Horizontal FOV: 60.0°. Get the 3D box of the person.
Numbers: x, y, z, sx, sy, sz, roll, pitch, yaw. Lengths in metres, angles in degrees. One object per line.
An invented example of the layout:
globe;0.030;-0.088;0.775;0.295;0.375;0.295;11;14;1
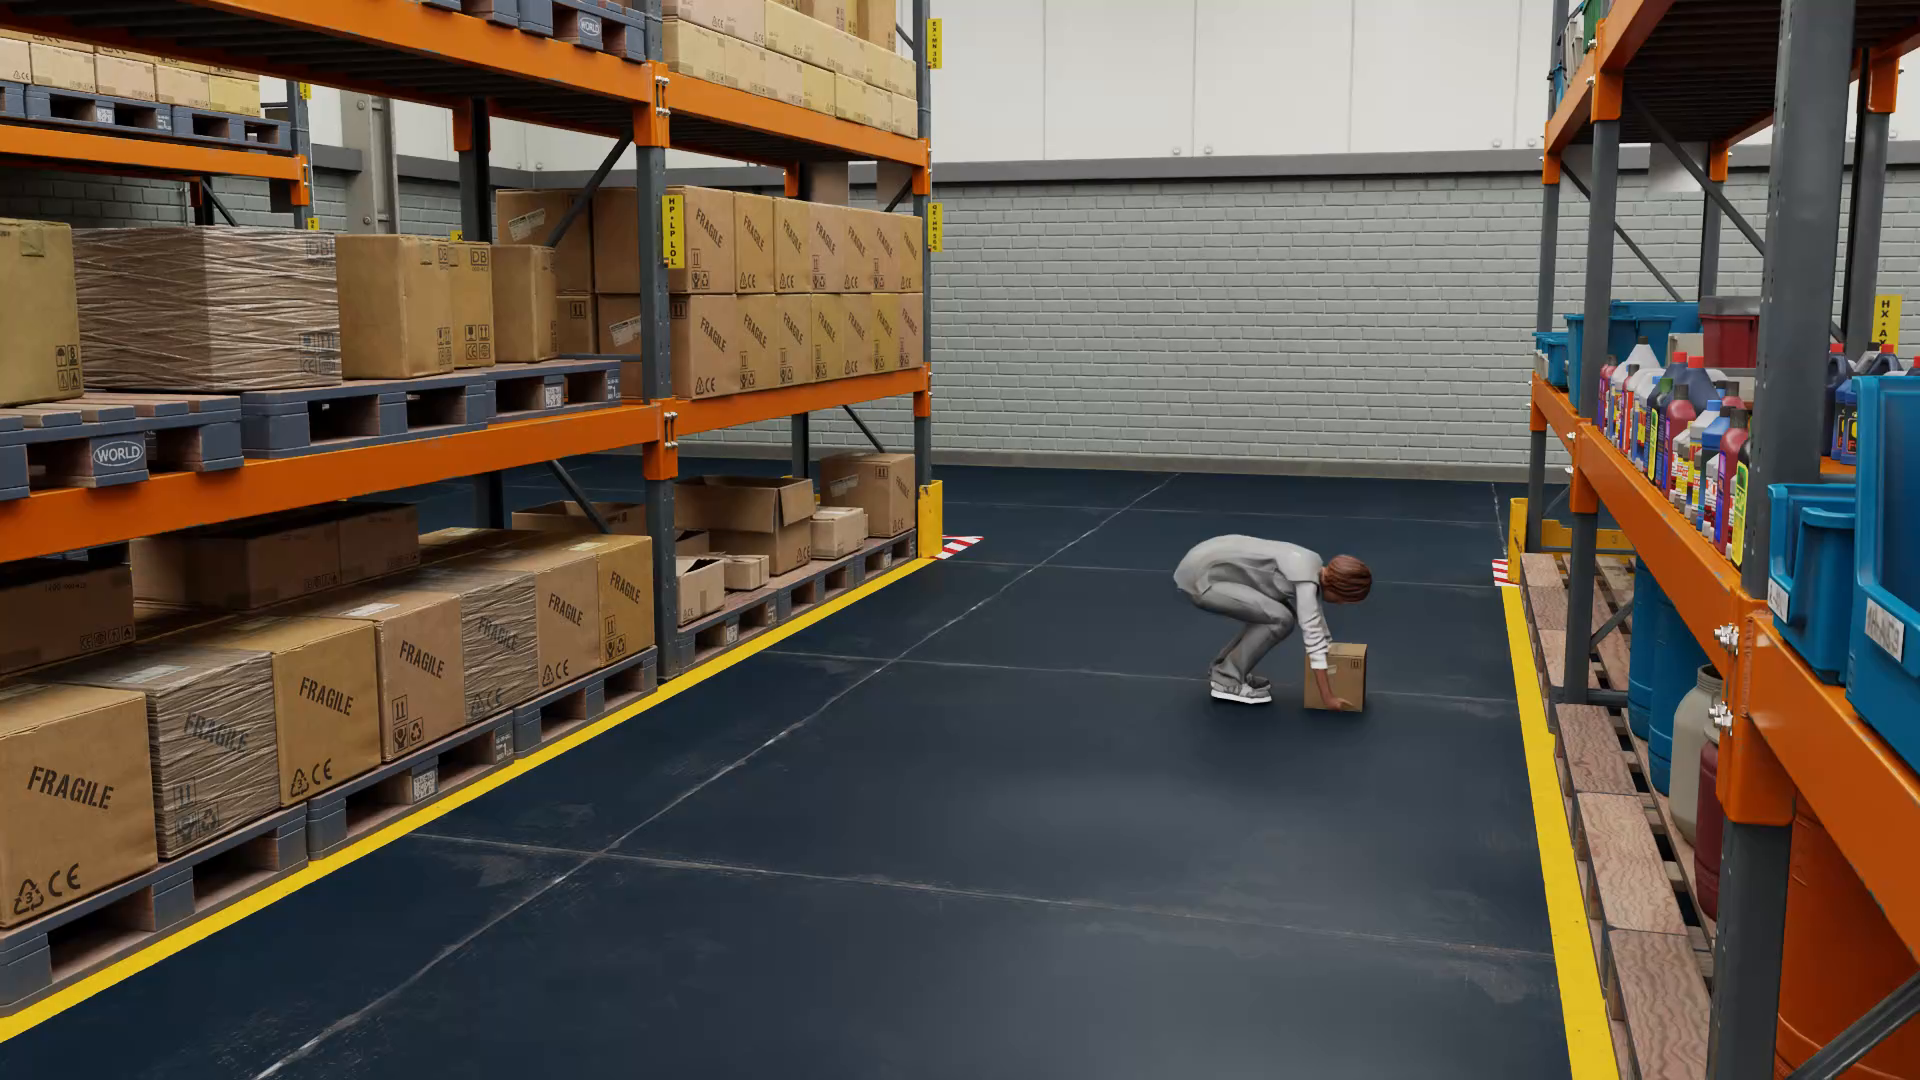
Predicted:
person;1.390;0.362;7.440;0.873;0.760;0.422;2;9;14
